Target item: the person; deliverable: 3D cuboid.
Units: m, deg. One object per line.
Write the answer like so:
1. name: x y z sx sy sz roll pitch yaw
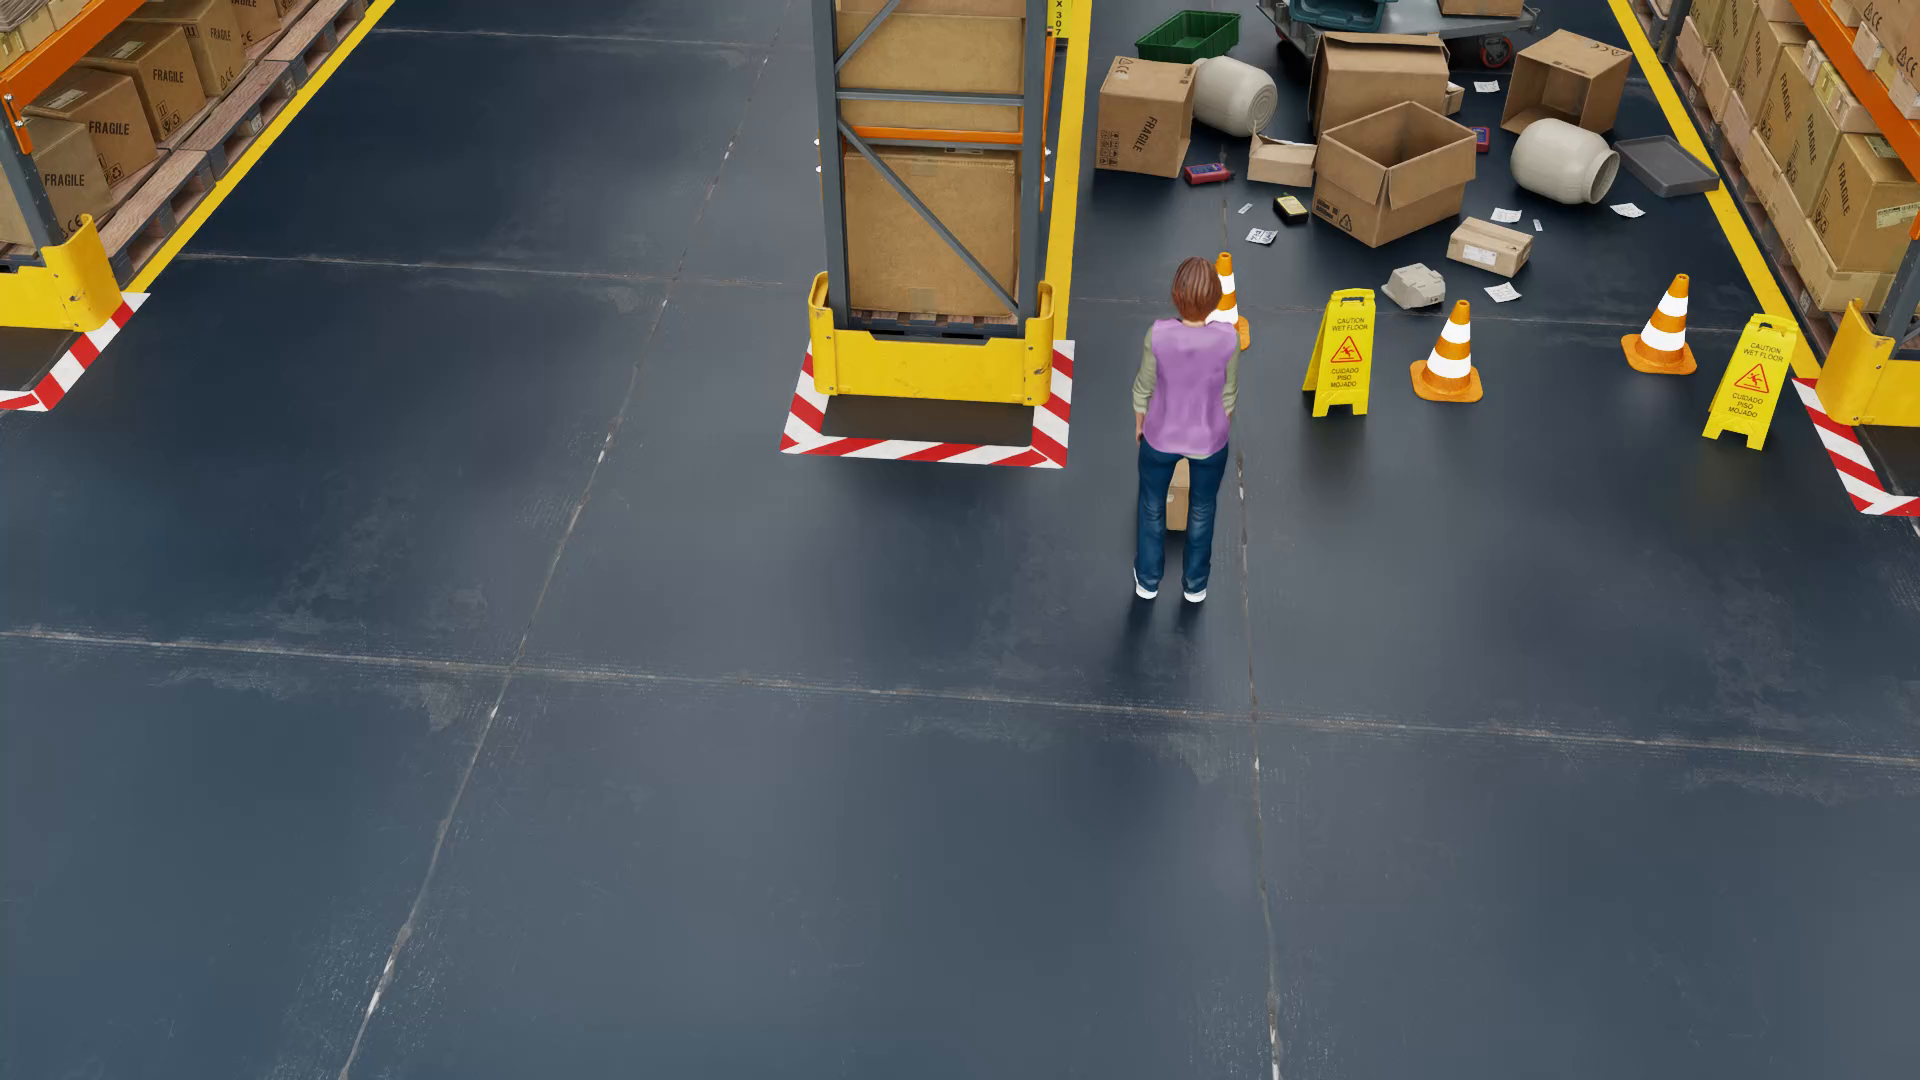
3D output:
1. person: 0.879 -0.406 6.656 0.408 1.580 0.299 4 41 5
